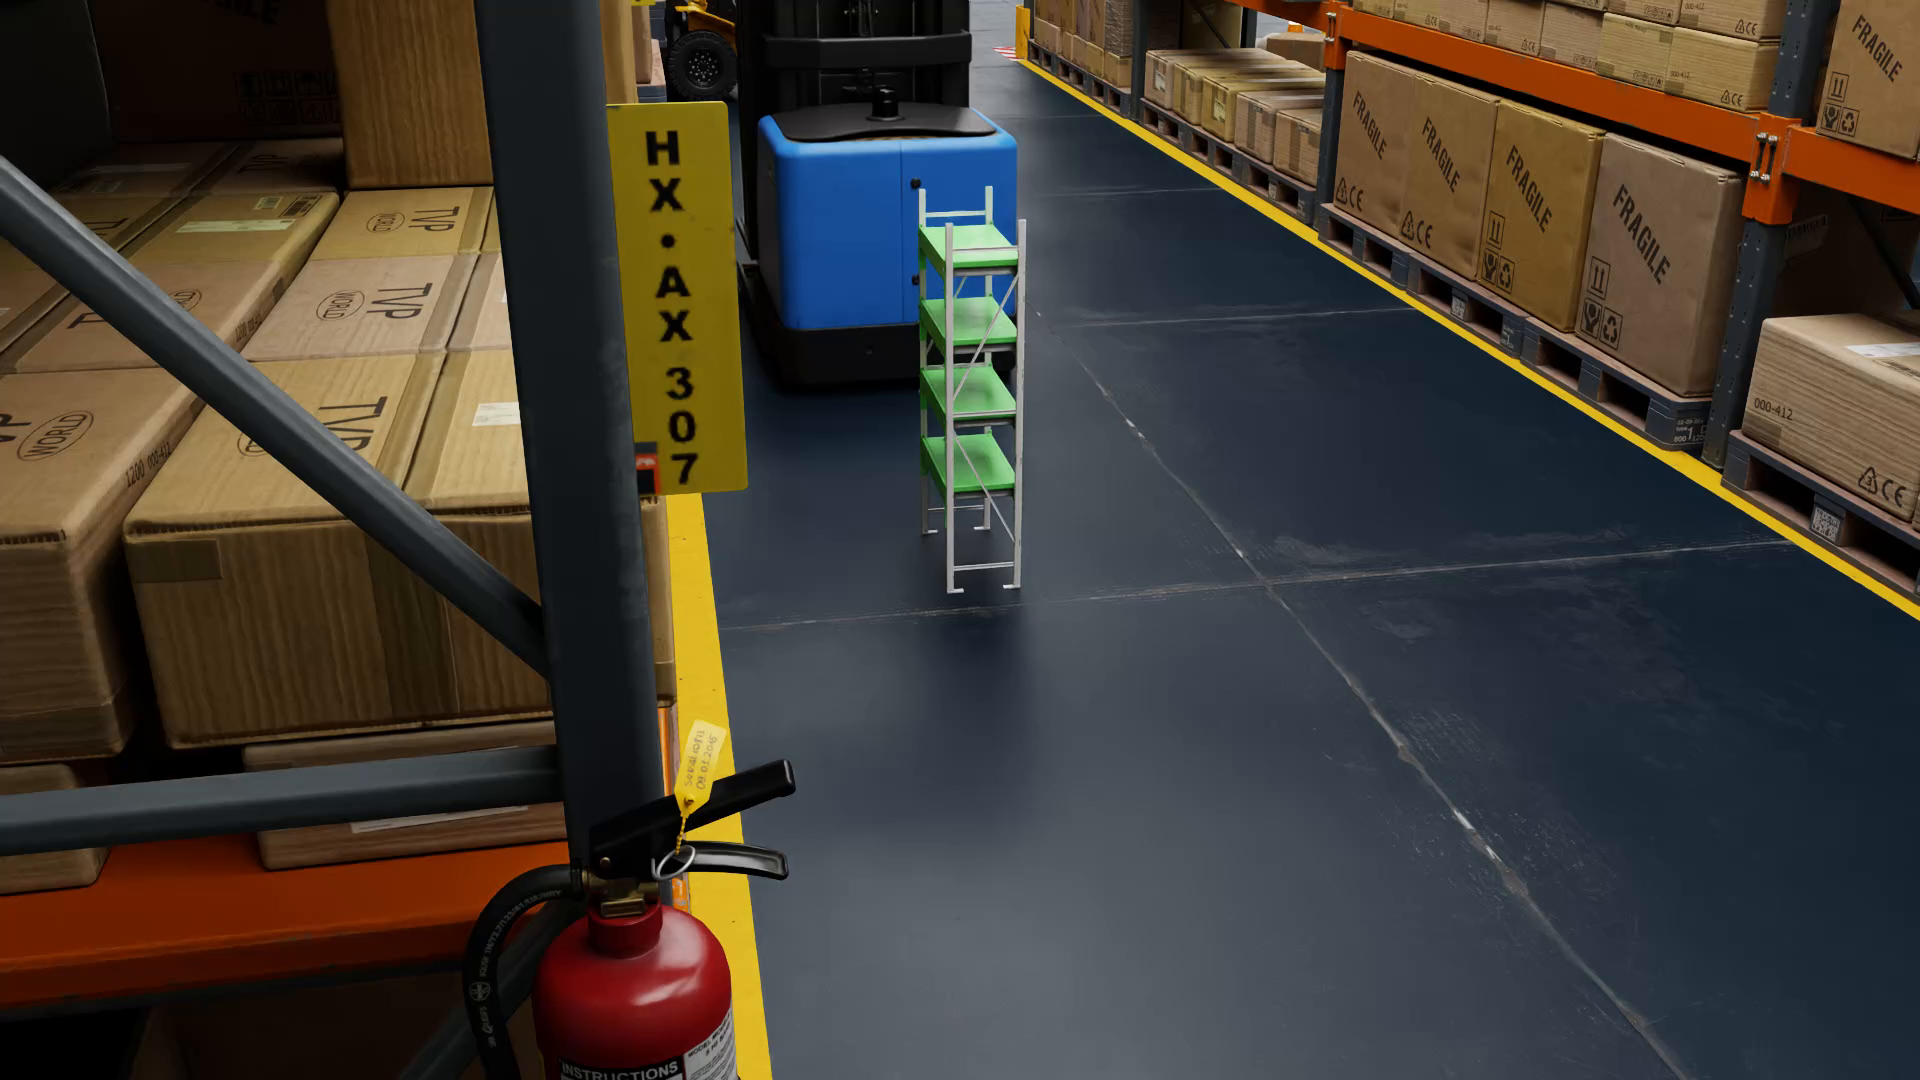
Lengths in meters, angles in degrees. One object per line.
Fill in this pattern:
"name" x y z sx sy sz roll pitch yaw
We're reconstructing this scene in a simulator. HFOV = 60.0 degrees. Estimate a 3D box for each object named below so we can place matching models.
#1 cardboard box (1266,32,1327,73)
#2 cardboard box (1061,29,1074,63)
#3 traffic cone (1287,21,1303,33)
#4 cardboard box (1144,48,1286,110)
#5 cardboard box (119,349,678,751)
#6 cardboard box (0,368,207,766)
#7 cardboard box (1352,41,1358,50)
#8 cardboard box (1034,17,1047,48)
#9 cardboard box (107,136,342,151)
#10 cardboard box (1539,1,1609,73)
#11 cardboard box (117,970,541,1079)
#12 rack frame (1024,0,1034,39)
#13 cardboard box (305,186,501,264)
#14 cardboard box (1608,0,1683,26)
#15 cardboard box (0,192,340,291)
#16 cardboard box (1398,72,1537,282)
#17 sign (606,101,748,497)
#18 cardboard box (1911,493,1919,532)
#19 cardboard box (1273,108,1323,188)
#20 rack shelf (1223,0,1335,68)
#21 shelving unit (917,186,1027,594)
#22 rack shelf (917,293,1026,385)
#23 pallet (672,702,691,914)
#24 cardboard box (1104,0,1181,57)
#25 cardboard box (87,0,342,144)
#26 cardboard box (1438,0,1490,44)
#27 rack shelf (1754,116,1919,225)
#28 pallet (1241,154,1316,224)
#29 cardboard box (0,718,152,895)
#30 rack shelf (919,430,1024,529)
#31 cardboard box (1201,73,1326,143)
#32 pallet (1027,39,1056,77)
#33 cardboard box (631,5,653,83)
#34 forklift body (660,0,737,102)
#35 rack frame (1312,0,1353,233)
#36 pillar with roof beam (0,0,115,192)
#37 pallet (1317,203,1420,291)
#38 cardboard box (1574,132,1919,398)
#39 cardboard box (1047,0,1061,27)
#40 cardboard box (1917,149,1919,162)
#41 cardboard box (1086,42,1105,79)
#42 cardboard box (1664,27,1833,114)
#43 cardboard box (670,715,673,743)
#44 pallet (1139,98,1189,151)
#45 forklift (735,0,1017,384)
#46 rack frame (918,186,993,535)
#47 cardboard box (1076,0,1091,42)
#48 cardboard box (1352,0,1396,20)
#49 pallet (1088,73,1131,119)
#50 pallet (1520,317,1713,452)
"cardboard box" 3.033 -4.219 14.783 0.500 0.500 0.500 13 27 27
"cardboard box" 1.232 -4.594 15.433 0.500 0.250 0.500 -3 24 -6
"traffic cone" 3.530 -5.394 17.523 0.336 0.463 0.334 -4 24 -10
"cardboard box" 1.994 -3.624 13.057 0.950 0.372 0.625 -4 24 -9
"cardboard box" -0.583 -0.019 1.860 0.500 0.250 0.500 -4 24 -9
"cardboard box" -1.110 0.019 1.775 0.500 0.250 0.500 -4 24 -8
"cardboard box" 3.967 -4.767 16.037 0.637 0.503 0.797 18 29 36
"cardboard box" 1.032 -5.009 16.383 0.500 0.250 0.500 -5 24 -10
"cardboard box" -1.485 -0.779 3.601 0.500 0.250 0.500 -4 24 -9
"cardboard box" 2.875 -2.184 7.190 0.500 0.250 0.500 -5 24 -11
"cardboard box" -0.784 0.951 2.418 0.797 0.503 0.637 -5 24 -12
"rack frame" 1.155 -6.415 16.690 1.000 3.000 0.127 -4 24 -10
"cardboard box" -0.774 -0.416 2.770 0.500 0.250 0.500 -5 24 -11
"cardboard box" 2.953 -2.207 6.617 0.500 0.250 0.500 -4 24 -8
"cardboard box" -1.291 -0.379 2.687 0.500 0.250 0.500 -4 24 -8
"cardboard box" 2.841 -1.858 8.386 0.875 0.875 0.875 -4 24 -9
"sign" -0.231 -0.189 1.354 0.100 0.325 0.005 -4 24 -10
"cardboard box" 3.550 -0.106 4.922 0.875 0.438 0.875 -5 24 -11
"cardboard box" 2.539 -2.479 10.437 0.950 0.372 0.625 -6 24 -13
"rack shelf" 2.264 -3.725 11.430 1.077 0.370 4.000 -4 24 -10
"shelving unit" 0.031 -0.485 5.361 0.258 1.200 0.503 -4 24 -10
"rack shelf" 0.031 -0.646 5.290 0.258 0.148 0.480 -4 24 -10
"pallet" -1.149 0.703 3.877 1.003 0.211 1.213 -4 24 -10
"cardboard box" 1.521 -4.330 13.891 0.500 0.500 0.500 -5 24 -10
"cardboard box" -1.490 -1.132 3.472 0.500 0.500 0.500 -5 24 -11
"cardboard box" 2.681 -2.581 8.099 0.500 0.250 0.500 -4 24 -8
"rack shelf" 3.743 -0.578 4.225 1.077 0.370 4.000 -4 24 -10
"pallet" 2.491 -2.298 10.747 1.003 0.211 1.213 -4 24 -10
"cardboard box" -1.089 0.252 1.739 0.380 0.149 0.250 -5 24 -10
"rack shelf" 0.031 -0.206 5.482 0.258 0.148 0.480 -4 24 -10
"cardboard box" 2.260 -3.068 11.785 0.950 0.372 0.625 -4 24 -8
"pallet" 1.284 -4.785 16.442 1.003 0.211 1.213 -4 24 -10
"cardboard box" -1.373 -1.771 5.408 0.700 0.500 0.500 -4 24 -8
"forklift body" -1.579 -5.046 14.617 2.313 2.155 1.214 -4 24 -10
"rack frame" 2.634 -3.268 9.485 1.000 3.000 0.127 -4 24 -10
"pillar with roof beam" 1.970 -4.053 3.787 9.100 9.000 0.400 -4 24 -10
"pallet" 2.706 -1.675 9.320 1.003 0.211 1.213 -4 24 -10
"cardboard box" 3.180 -1.151 6.769 0.875 0.875 0.875 -4 24 -8
"cardboard box" 1.138 -5.138 15.741 0.500 0.500 0.500 -5 24 -12
"cardboard box" 3.292 -1.338 4.942 0.500 0.500 0.500 -4 24 -9
"cardboard box" 1.412 -4.195 14.518 0.500 0.250 0.500 -5 24 -11
"cardboard box" 3.043 -1.784 6.274 0.500 0.250 0.500 -5 24 -11
"cardboard box" -0.903 0.398 3.688 0.500 0.500 0.500 -4 24 -9
"pallet" 2.040 -3.257 12.945 1.003 0.211 1.213 -4 24 -10
"forklift" -0.548 -2.569 7.971 1.130 2.935 3.031 -5 24 -11
"rack frame" -0.014 -0.581 5.581 0.240 1.200 0.015 -4 24 -10
"cardboard box" 1.330 -4.731 14.808 0.500 0.500 0.500 -3 24 -7
"cardboard box" 2.477 -2.988 9.032 0.500 0.250 0.500 -5 24 -11
"pallet" 1.735 -3.825 14.244 1.003 0.211 1.213 -4 24 -10
"pallet" 3.157 -0.715 7.123 1.003 0.211 1.213 -4 24 -10
